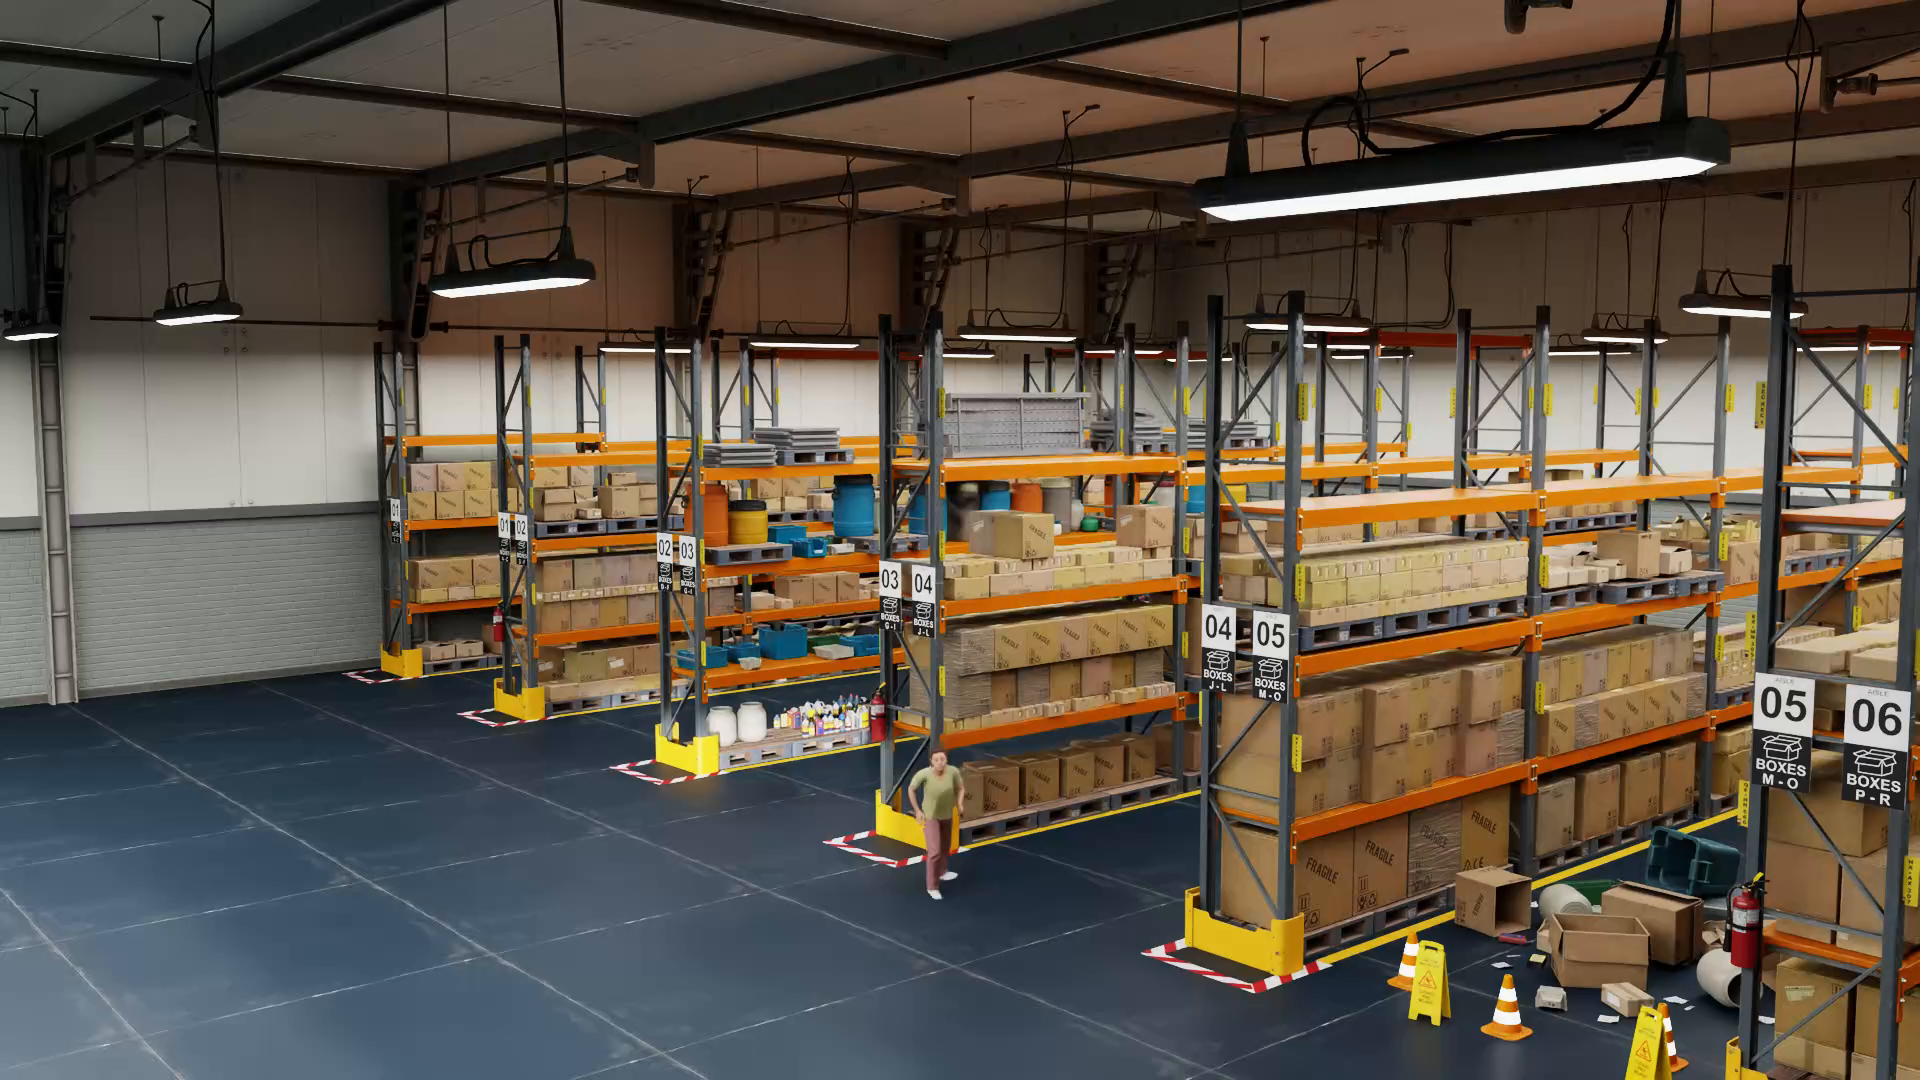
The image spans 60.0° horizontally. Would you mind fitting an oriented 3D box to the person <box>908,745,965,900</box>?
[{"bbox_3d":[-0.214,2.838,17.016,0.641,1.594,0.840,-3,6,-27],"label":"person"}]
